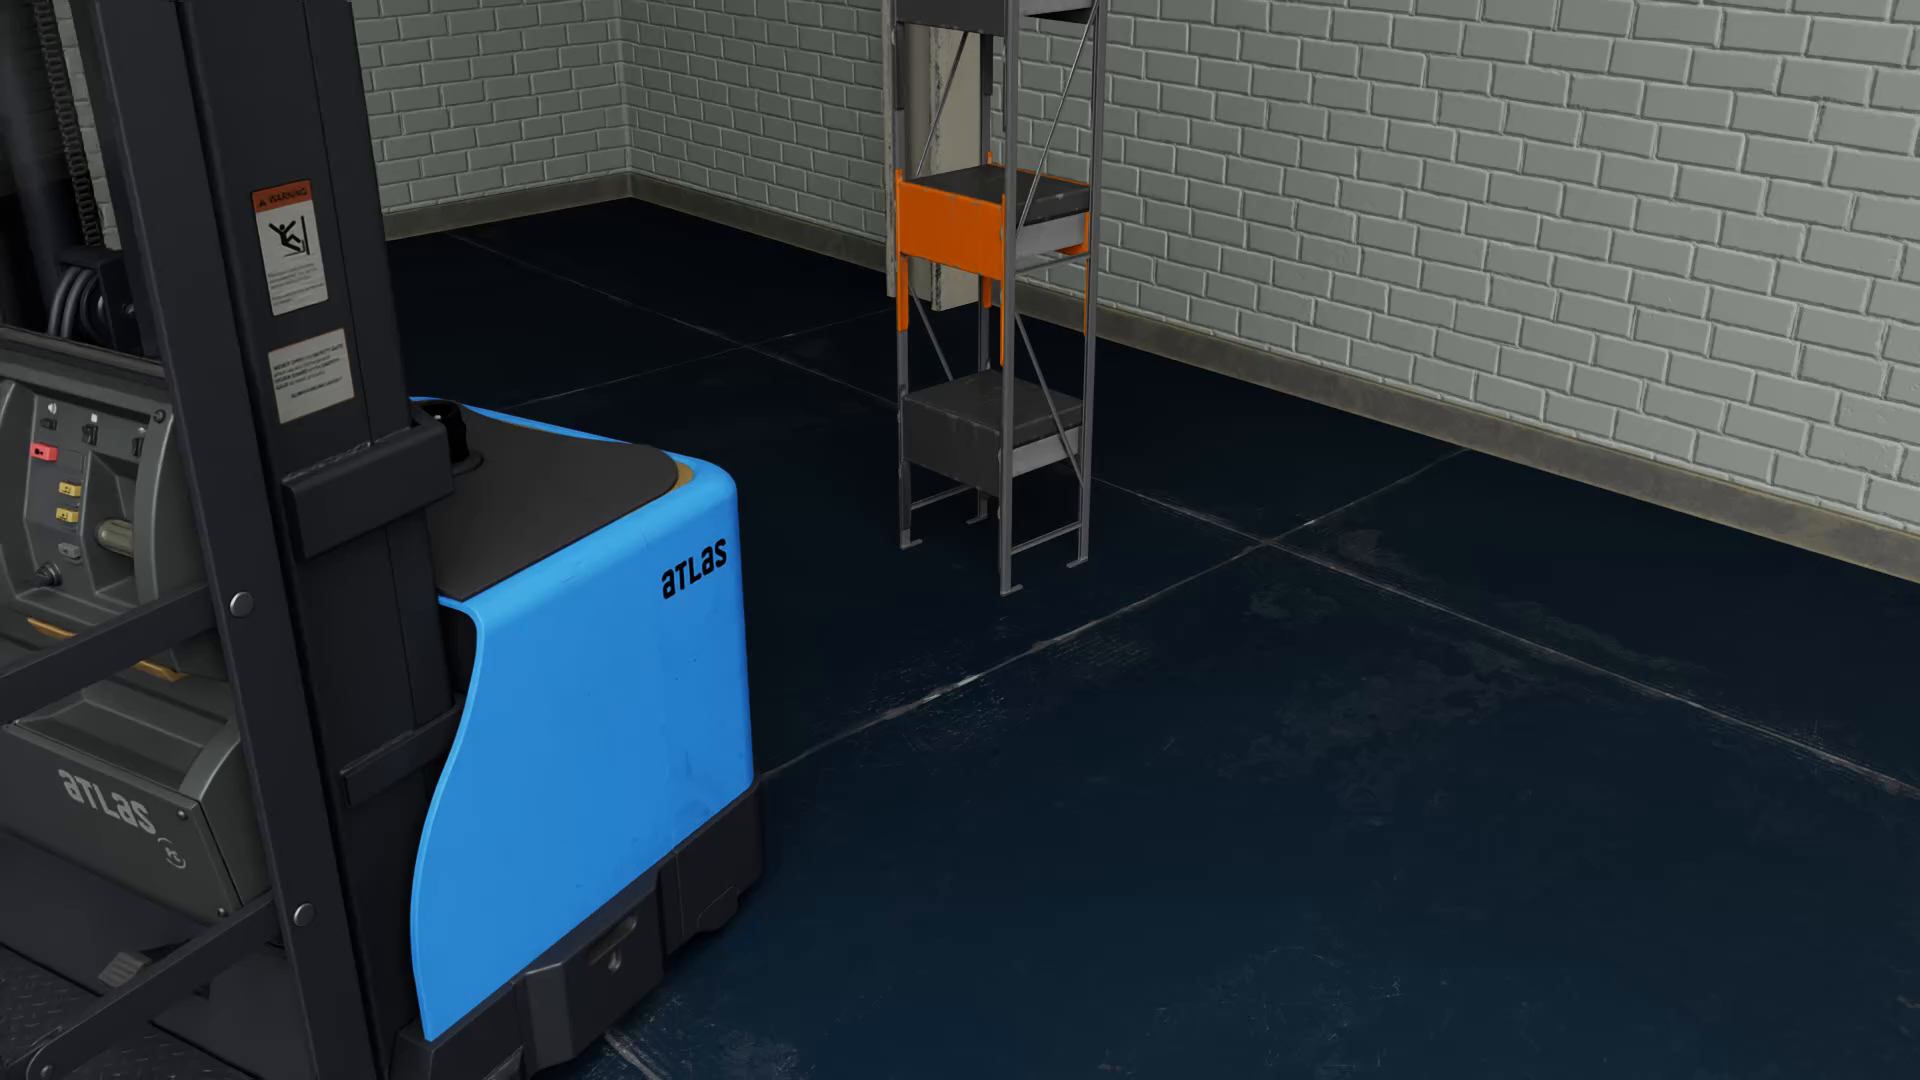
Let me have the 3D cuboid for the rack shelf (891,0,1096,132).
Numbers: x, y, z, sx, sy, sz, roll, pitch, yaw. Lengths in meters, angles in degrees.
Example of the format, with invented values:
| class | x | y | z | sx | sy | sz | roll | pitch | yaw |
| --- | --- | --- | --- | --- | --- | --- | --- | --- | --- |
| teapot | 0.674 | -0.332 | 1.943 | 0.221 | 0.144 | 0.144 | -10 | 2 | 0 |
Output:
| class | x | y | z | sx | sy | sz | roll | pitch | yaw |
| --- | --- | --- | --- | --- | --- | --- | --- | --- | --- |
| rack shelf | 0.113 | -1.530 | 4.919 | 0.431 | 0.518 | 0.480 | -21 | 32 | -38 |

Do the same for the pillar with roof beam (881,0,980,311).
| class | x | y | z | sx | sy | sz | roll | pitch | yaw |
| --- | --- | --- | --- | --- | --- | --- | --- | --- | --- |
| pillar with roof beam | -3.273 | -4.107 | 3.911 | 9.100 | 9.000 | 0.400 | -21 | 32 | -38 |

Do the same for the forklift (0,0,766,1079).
| class | x | y | z | sx | sy | sz | roll | pitch | yaw |
| --- | --- | --- | --- | --- | --- | --- | --- | --- | --- |
| forklift | -1.626 | -0.084 | 2.402 | 1.130 | 2.935 | 3.031 | 13 | 28 | 27 |

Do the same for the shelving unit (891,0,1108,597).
| class | x | y | z | sx | sy | sz | roll | pitch | yaw |
| --- | --- | --- | --- | --- | --- | --- | --- | --- | --- |
| shelving unit | 0.113 | -0.905 | 5.204 | 0.431 | 2.100 | 0.503 | -21 | 32 | -38 |

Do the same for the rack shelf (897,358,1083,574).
| class | x | y | z | sx | sy | sz | roll | pitch | yaw |
| --- | --- | --- | --- | --- | --- | --- | --- | --- | --- |
| rack shelf | 0.113 | -0.256 | 5.500 | 0.431 | 0.518 | 0.480 | -21 | 32 | -38 |

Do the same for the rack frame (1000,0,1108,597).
| class | x | y | z | sx | sy | sz | roll | pitch | yaw |
| --- | --- | --- | --- | --- | --- | --- | --- | --- | --- |
| rack frame | 0.280 | -0.831 | 5.042 | 0.400 | 2.100 | 0.015 | -21 | 32 | -38 |

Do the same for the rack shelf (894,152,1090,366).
| class | x | y | z | sx | sy | sz | roll | pitch | yaw |
| --- | --- | --- | --- | --- | --- | --- | --- | --- | --- |
| rack shelf | 0.113 | -0.893 | 5.210 | 0.431 | 0.518 | 0.480 | -21 | 32 | -38 |

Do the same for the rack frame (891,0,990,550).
| class | x | y | z | sx | sy | sz | roll | pitch | yaw |
| --- | --- | --- | --- | --- | --- | --- | --- | --- | --- |
| rack frame | -0.054 | -0.979 | 5.366 | 0.400 | 2.100 | 0.015 | -21 | 32 | -38 |
